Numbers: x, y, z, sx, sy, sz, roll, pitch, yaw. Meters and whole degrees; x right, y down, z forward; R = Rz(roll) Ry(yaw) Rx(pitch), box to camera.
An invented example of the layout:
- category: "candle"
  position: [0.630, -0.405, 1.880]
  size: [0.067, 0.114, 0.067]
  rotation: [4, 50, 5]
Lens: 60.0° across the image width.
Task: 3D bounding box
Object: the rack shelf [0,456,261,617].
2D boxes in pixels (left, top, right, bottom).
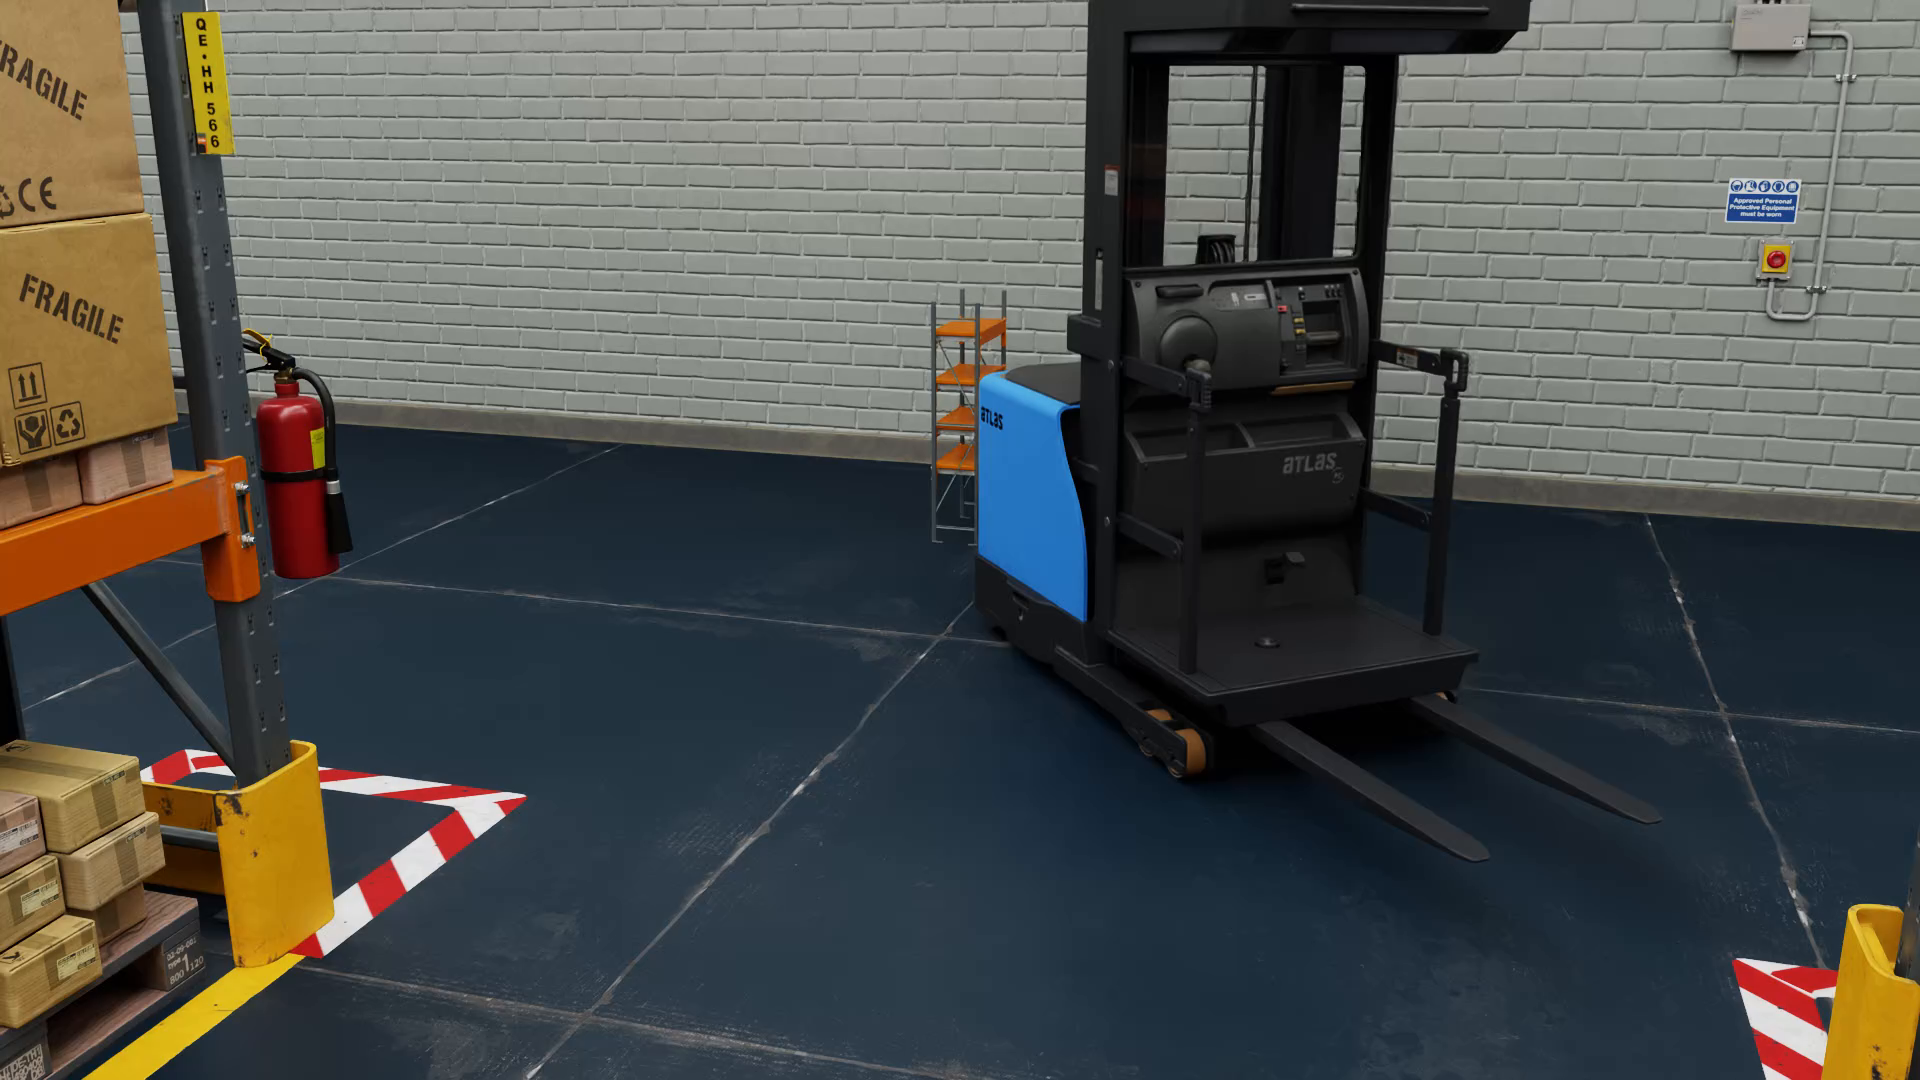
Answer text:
- category: "rack shelf"
  position: [-2.883, 0.445, 2.583]
  size: [1.077, 0.370, 4.000]
  rotation: [5, 16, 16]

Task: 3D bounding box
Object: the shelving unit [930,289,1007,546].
- category: "shelving unit"
  position: [0.047, -0.621, 8.318]
  size: [0.258, 1.200, 0.503]
  rotation: [5, 16, 16]

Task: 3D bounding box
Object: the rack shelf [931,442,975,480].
- category: "rack shelf"
  position: [0.047, -0.365, 8.391]
  size: [0.258, 0.148, 0.480]
  rotation: [5, 16, 16]

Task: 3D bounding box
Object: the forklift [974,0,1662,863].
- category: "forklift"
  position: [1.099, -0.748, 5.595]
  size: [1.130, 2.935, 3.031]
  rotation: [-7, 17, -22]

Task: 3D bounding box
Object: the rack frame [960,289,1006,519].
- category: "rack frame"
  position: [0.116, -0.684, 8.543]
  size: [0.240, 1.200, 0.015]
  rotation: [5, 16, 16]

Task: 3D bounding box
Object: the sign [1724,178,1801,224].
- category: "sign"
  position: [4.011, -1.694, 8.310]
  size: [0.327, 0.218, 0.001]
  rotation: [5, 16, 16]

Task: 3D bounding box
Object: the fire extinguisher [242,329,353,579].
- category: "fire extinguisher"
  position: [-1.800, -0.238, 4.498]
  size: [0.296, 0.674, 0.183]
  rotation: [5, 16, 16]

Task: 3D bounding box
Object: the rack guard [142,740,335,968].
- category: "rack guard"
  position: [-2.336, 0.798, 4.601]
  size: [1.175, 0.500, 0.348]
  rotation: [5, 16, 16]

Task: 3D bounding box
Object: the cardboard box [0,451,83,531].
- category: "cardboard box"
  position: [-2.243, -0.135, 3.767]
  size: [0.380, 0.149, 0.250]
  rotation: [5, 16, 16]

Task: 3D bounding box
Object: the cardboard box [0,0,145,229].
- category: "cardboard box"
  position: [-2.206, -0.958, 3.649]
  size: [0.500, 0.500, 0.500]
  rotation: [4, 16, 15]

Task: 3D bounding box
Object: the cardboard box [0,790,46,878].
- category: "cardboard box"
  position: [-2.348, 0.678, 3.807]
  size: [0.380, 0.149, 0.250]
  rotation: [5, 17, 17]

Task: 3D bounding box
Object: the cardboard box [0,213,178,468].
- category: "cardboard box"
  position: [-2.195, -0.478, 3.791]
  size: [0.500, 0.500, 0.500]
  rotation: [5, 17, 17]

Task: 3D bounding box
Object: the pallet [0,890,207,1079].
- category: "pallet"
  position: [-2.601, 1.146, 3.901]
  size: [1.003, 0.211, 1.213]
  rotation: [5, 16, 16]

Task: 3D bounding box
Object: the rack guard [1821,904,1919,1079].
- category: "rack guard"
  position: [2.467, 1.129, 3.433]
  size: [1.175, 0.500, 0.348]
  rotation: [5, 16, 16]

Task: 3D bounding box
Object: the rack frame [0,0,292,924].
- category: "rack frame"
  position: [-2.315, -0.425, 4.330]
  size: [1.000, 3.000, 0.127]
  rotation: [5, 16, 16]

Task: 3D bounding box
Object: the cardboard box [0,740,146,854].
- category: "cardboard box"
  position: [-2.222, 0.617, 4.023]
  size: [0.380, 0.149, 0.250]
  rotation: [5, 17, 17]

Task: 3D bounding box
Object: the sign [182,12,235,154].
- category: "sign"
  position: [-1.788, -1.086, 3.959]
  size: [0.100, 0.325, 0.005]
  rotation: [5, 16, 16]

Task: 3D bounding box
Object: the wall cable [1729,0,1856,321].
- category: "wall cable"
  position: [4.040, -2.048, 8.134]
  size: [0.585, 1.953, 0.123]
  rotation: [5, 16, 16]

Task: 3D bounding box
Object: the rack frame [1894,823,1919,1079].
- category: "rack frame"
  position: [2.463, -0.067, 3.069]
  size: [0.949, 2.616, 0.053]
  rotation: [5, 16, 16]

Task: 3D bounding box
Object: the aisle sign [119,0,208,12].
- category: "aisle sign"
  position: [-2.006, -1.671, 3.961]
  size: [0.394, 0.787, 0.004]
  rotation: [5, 16, 16]

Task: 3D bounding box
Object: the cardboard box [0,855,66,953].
- category: "cardboard box"
  position: [-2.317, 0.826, 3.830]
  size: [0.380, 0.149, 0.250]
  rotation: [4, 16, 15]

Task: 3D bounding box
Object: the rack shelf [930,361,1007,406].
- category: "rack shelf"
  position: [0.047, -0.771, 8.276]
  size: [0.258, 0.148, 0.480]
  rotation: [5, 16, 16]

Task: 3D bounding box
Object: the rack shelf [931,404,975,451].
- category: "rack shelf"
  position: [0.047, -0.556, 8.337]
  size: [0.258, 0.148, 0.480]
  rotation: [5, 16, 16]

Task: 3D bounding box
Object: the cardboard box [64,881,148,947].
- category: "cardboard box"
  position: [-2.264, 0.899, 4.119]
  size: [0.380, 0.149, 0.250]
  rotation: [5, 17, 17]

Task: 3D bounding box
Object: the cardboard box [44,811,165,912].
- category: "cardboard box"
  position: [-2.191, 0.762, 4.056]
  size: [0.380, 0.149, 0.250]
  rotation: [4, 16, 14]

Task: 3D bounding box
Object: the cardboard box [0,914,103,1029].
- category: "cardboard box"
  position: [-2.240, 0.974, 3.854]
  size: [0.380, 0.149, 0.250]
  rotation: [5, 17, 18]

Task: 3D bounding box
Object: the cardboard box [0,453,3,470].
- category: "cardboard box"
  position: [-2.347, -0.344, 3.317]
  size: [0.500, 0.500, 0.500]
  rotation: [4, 16, 15]

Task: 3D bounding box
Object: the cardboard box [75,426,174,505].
- category: "cardboard box"
  position: [-2.136, -0.197, 3.986]
  size: [0.380, 0.149, 0.250]
  rotation: [5, 16, 16]

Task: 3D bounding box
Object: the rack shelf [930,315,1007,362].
- category: "rack shelf"
  position: [0.047, -0.999, 8.211]
  size: [0.258, 0.148, 0.480]
  rotation: [5, 16, 16]

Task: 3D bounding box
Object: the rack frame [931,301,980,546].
- category: "rack frame"
  position: [-0.022, -0.557, 8.093]
  size: [0.240, 1.200, 0.015]
  rotation: [5, 16, 16]
